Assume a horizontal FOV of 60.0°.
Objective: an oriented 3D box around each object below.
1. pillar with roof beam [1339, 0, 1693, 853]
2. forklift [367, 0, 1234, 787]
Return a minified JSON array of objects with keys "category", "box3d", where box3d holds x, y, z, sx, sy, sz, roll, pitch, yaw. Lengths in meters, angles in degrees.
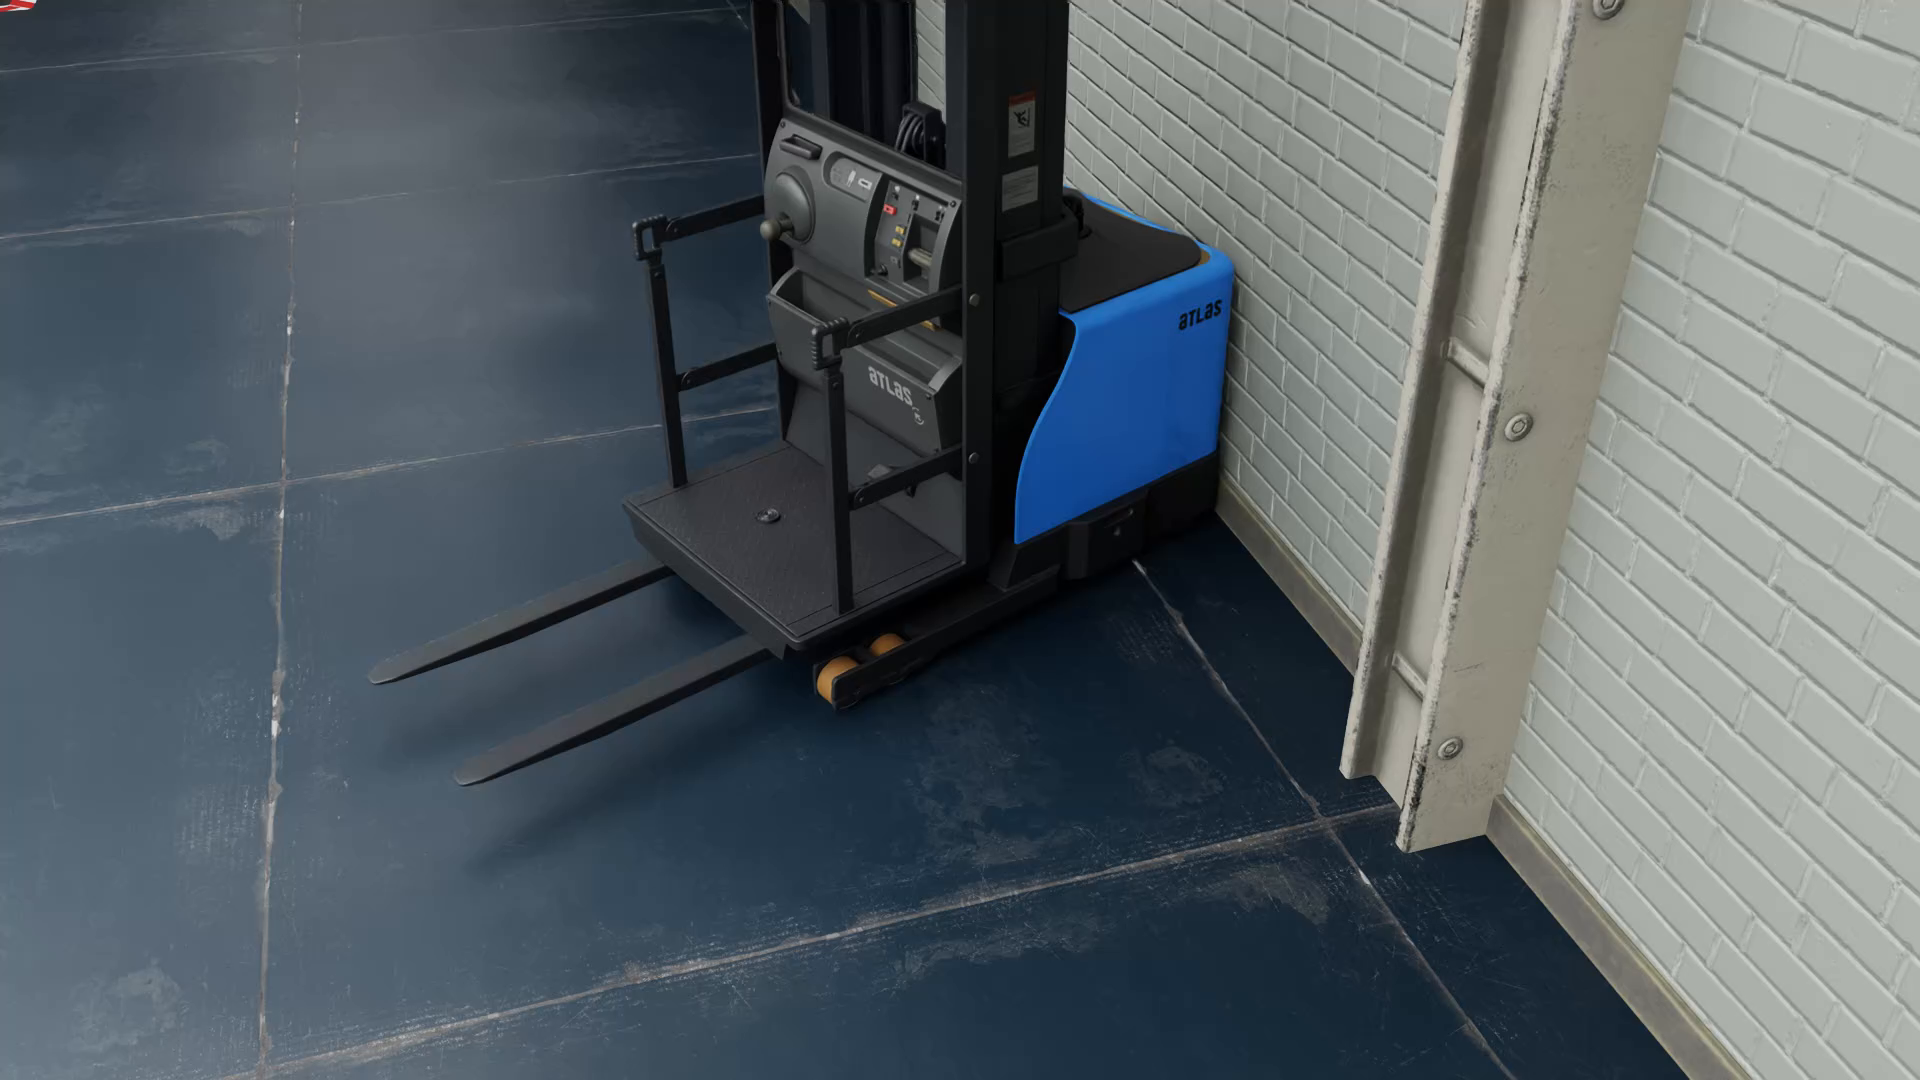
[{"category":"pillar with roof beam","box3d":[-2.715,-2.243,1.482,9.100,9.000,0.400,-10,35,-15]},{"category":"forklift","box3d":[-0.481,-1.004,5.111,3.031,2.935,1.130,-25,41,-32]}]
